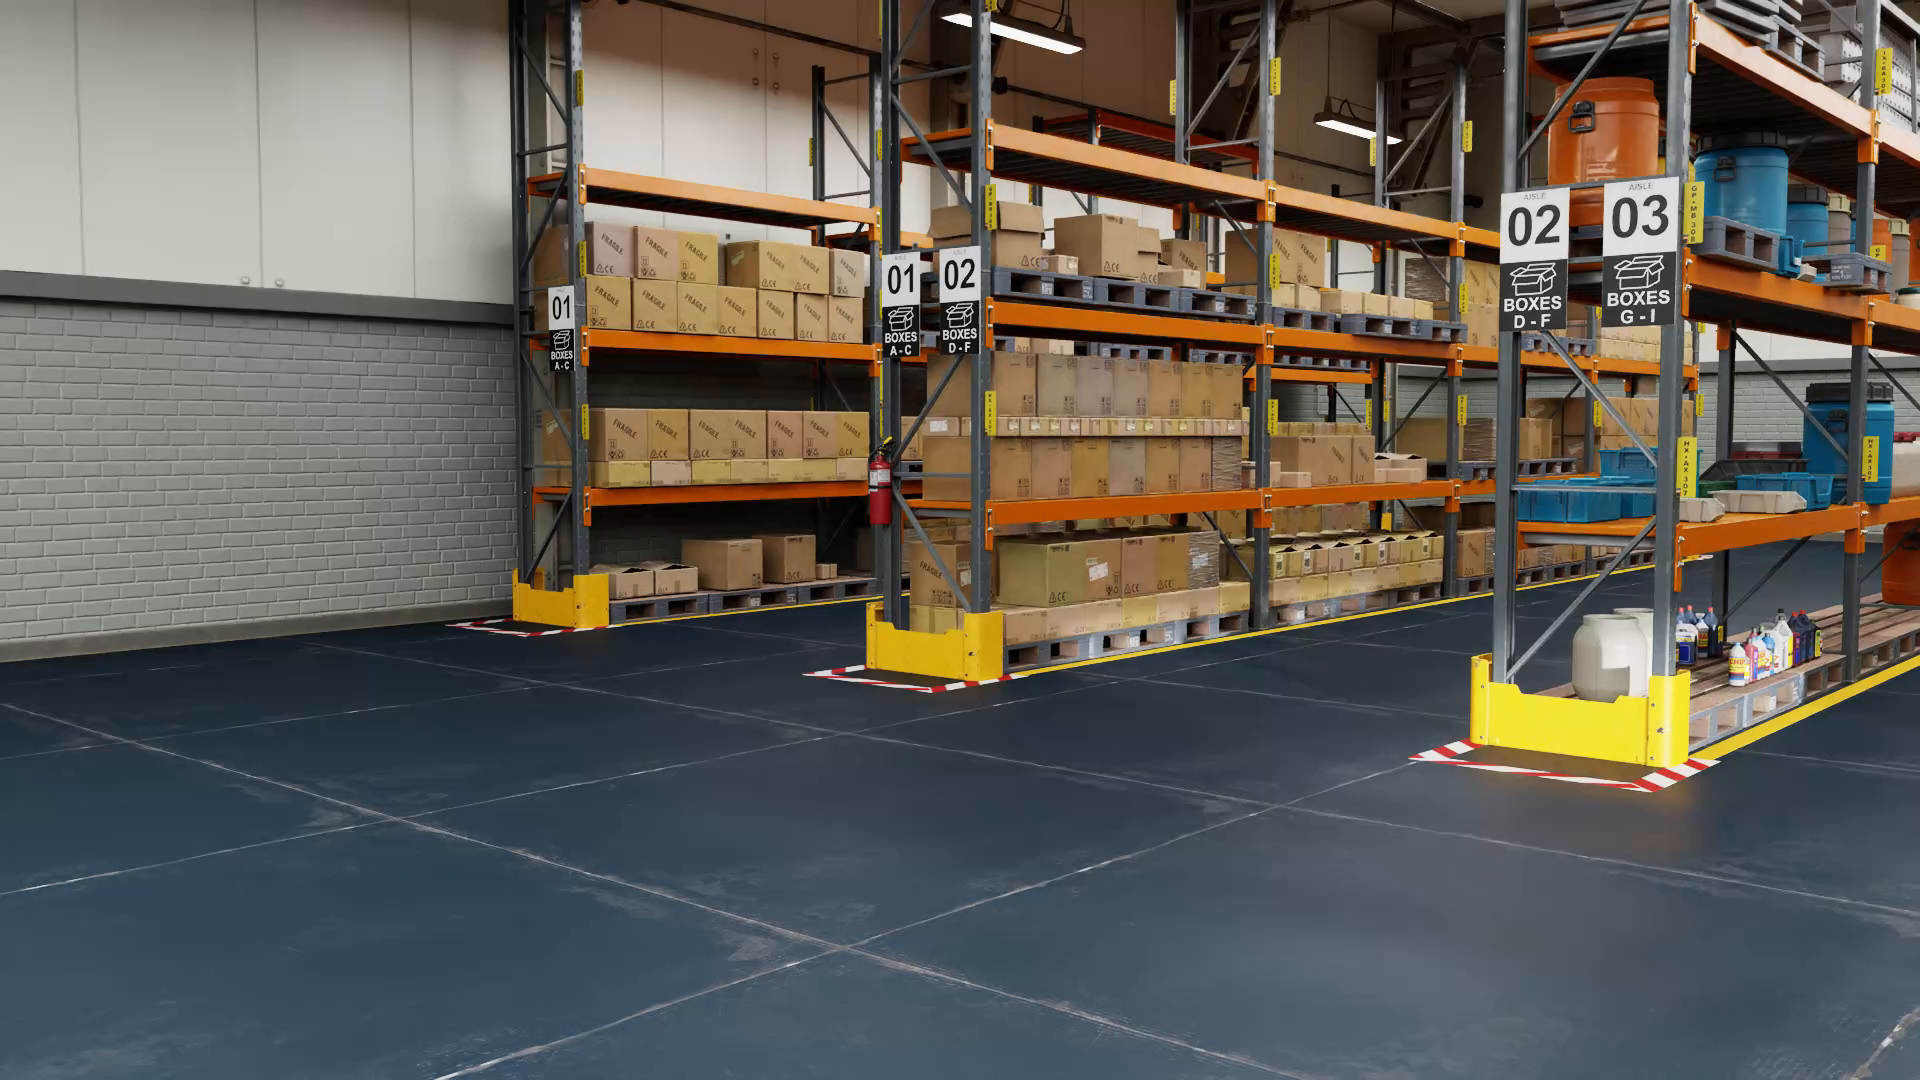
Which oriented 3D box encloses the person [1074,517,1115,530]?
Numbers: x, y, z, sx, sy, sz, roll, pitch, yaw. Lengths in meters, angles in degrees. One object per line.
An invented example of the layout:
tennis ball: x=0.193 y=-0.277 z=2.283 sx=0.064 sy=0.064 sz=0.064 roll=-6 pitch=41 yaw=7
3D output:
person: x=1.390 y=-0.088 z=16.829 sx=0.500 sy=1.673 sz=0.404 roll=3 pitch=5 yaw=41
